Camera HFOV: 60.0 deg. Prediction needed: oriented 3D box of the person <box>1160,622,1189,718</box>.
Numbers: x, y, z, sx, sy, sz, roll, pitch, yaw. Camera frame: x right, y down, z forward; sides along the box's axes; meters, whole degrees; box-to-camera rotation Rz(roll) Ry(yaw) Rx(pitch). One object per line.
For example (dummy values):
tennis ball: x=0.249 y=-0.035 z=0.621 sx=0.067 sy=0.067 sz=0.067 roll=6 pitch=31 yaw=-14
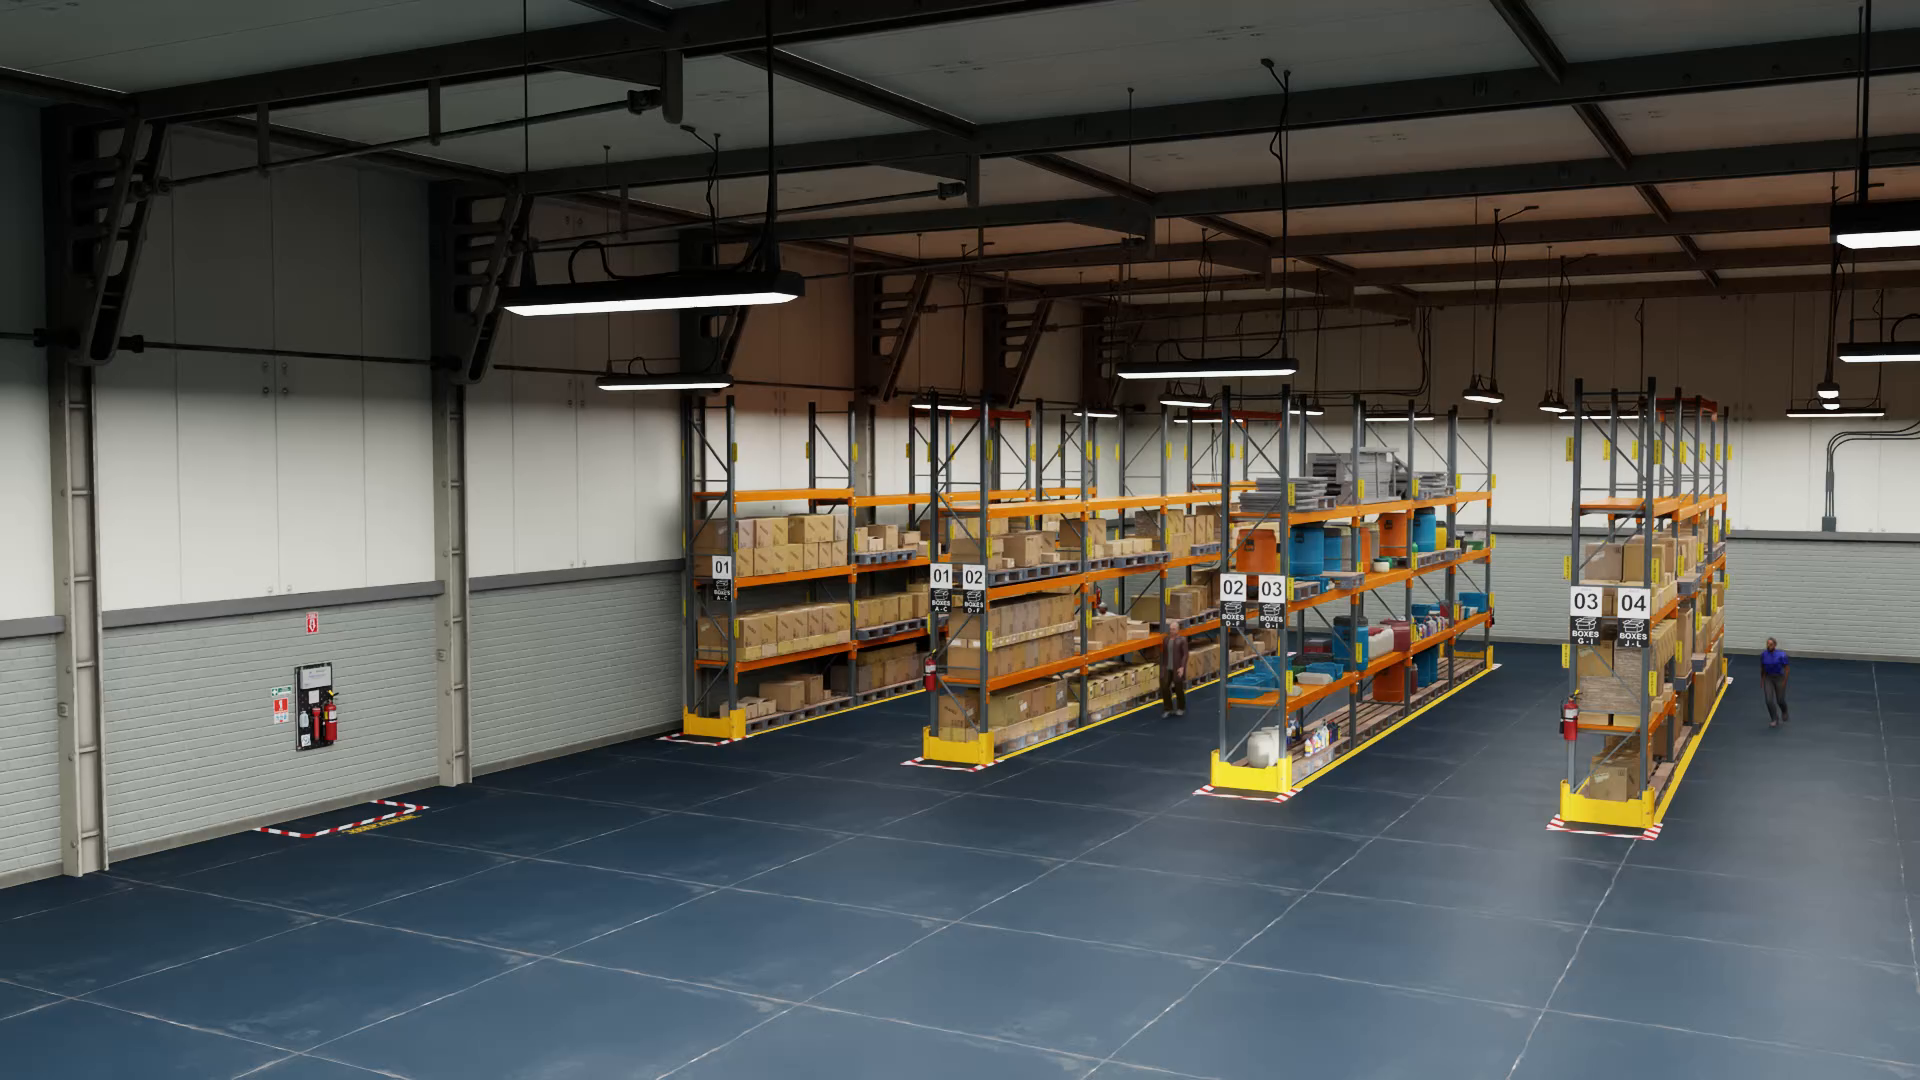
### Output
person: x=4.062 y=2.480 z=31.516 sx=0.631 sy=1.845 sz=0.595 roll=2 pitch=4 yaw=39

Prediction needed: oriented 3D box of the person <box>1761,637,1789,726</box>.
person: x=15.002 y=2.587 z=30.572 sx=0.503 sy=1.628 sz=0.598 roll=3 pitch=4 yaw=42

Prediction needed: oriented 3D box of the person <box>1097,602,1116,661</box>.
person: x=3.395 y=2.208 z=38.094 sx=0.656 sy=1.583 sz=0.748 roll=2 pitch=4 yaw=37
